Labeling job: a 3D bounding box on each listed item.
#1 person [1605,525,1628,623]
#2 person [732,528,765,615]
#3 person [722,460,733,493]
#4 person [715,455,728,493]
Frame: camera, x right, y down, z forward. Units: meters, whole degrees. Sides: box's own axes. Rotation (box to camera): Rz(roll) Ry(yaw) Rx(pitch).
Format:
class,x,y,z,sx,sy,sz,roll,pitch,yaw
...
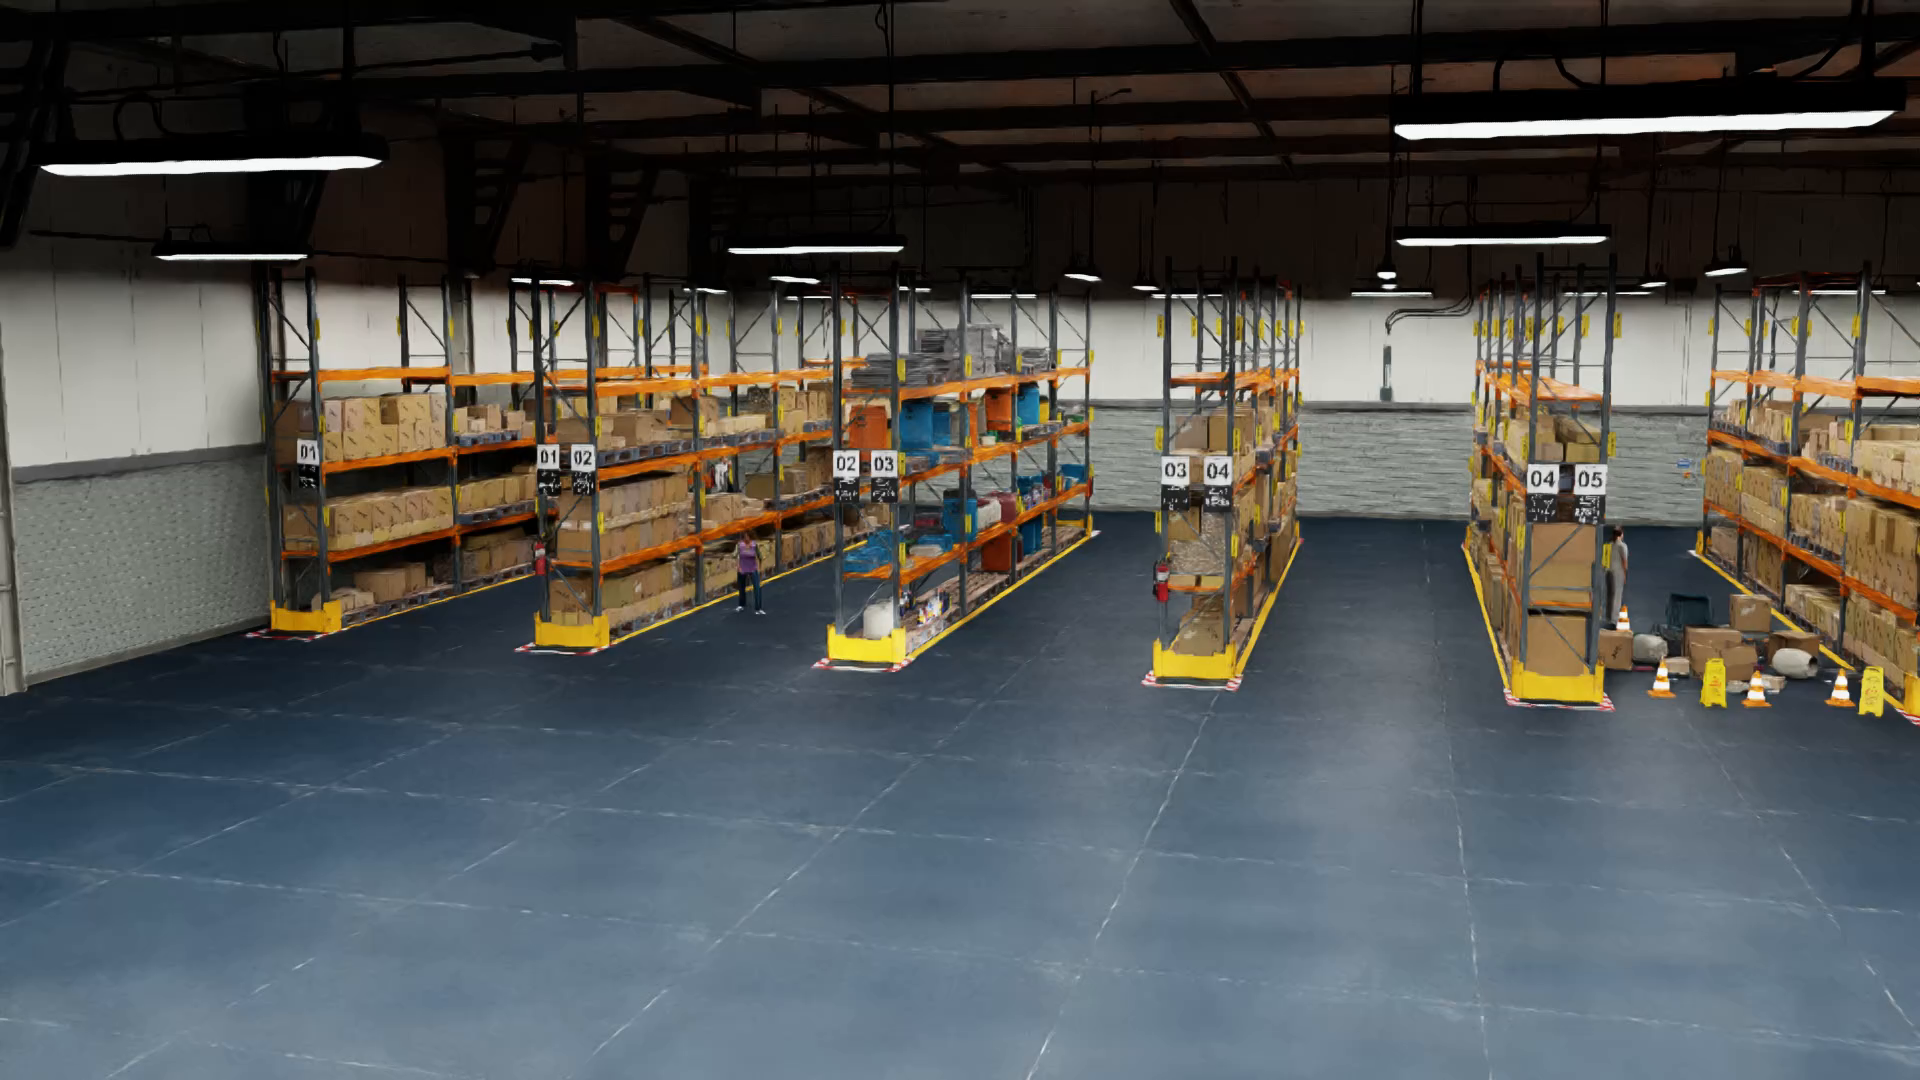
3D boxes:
class,x,y,z,sx,sy,sz,roll,pitch,yaw
person,11.212,0.574,28.329,0.432,1.672,0.496,-2,8,-16
person,-3.707,0.541,29.209,0.568,1.514,0.780,-1,7,-4
person,-5.744,-1.138,41.634,0.479,1.721,0.621,3,8,22
person,-6.304,-1.515,44.764,0.685,1.672,0.554,-5,9,-35
